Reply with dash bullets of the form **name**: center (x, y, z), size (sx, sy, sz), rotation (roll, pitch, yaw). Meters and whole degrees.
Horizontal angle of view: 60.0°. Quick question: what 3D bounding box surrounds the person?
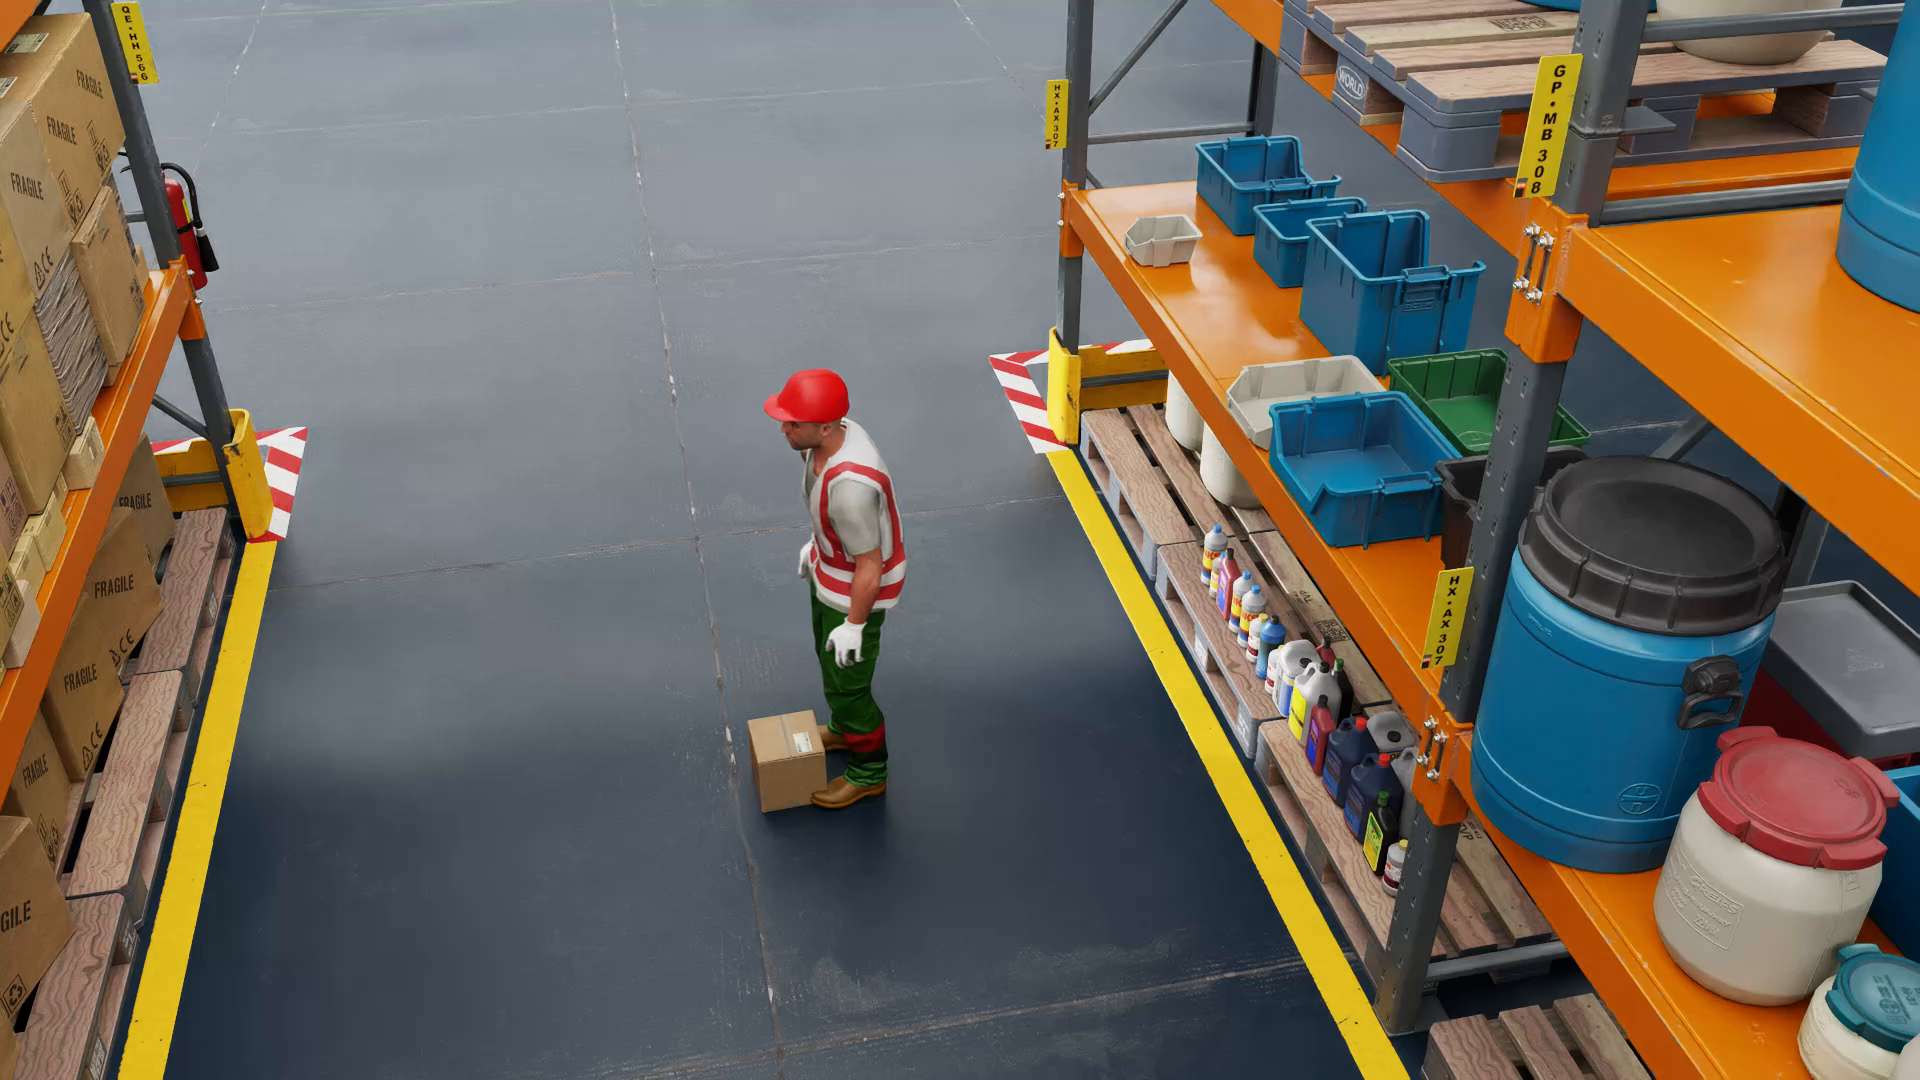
- **person**: center (-0.426, 0.173, 5.872), size (0.445, 1.781, 0.621), rotation (-9, 35, -13)
